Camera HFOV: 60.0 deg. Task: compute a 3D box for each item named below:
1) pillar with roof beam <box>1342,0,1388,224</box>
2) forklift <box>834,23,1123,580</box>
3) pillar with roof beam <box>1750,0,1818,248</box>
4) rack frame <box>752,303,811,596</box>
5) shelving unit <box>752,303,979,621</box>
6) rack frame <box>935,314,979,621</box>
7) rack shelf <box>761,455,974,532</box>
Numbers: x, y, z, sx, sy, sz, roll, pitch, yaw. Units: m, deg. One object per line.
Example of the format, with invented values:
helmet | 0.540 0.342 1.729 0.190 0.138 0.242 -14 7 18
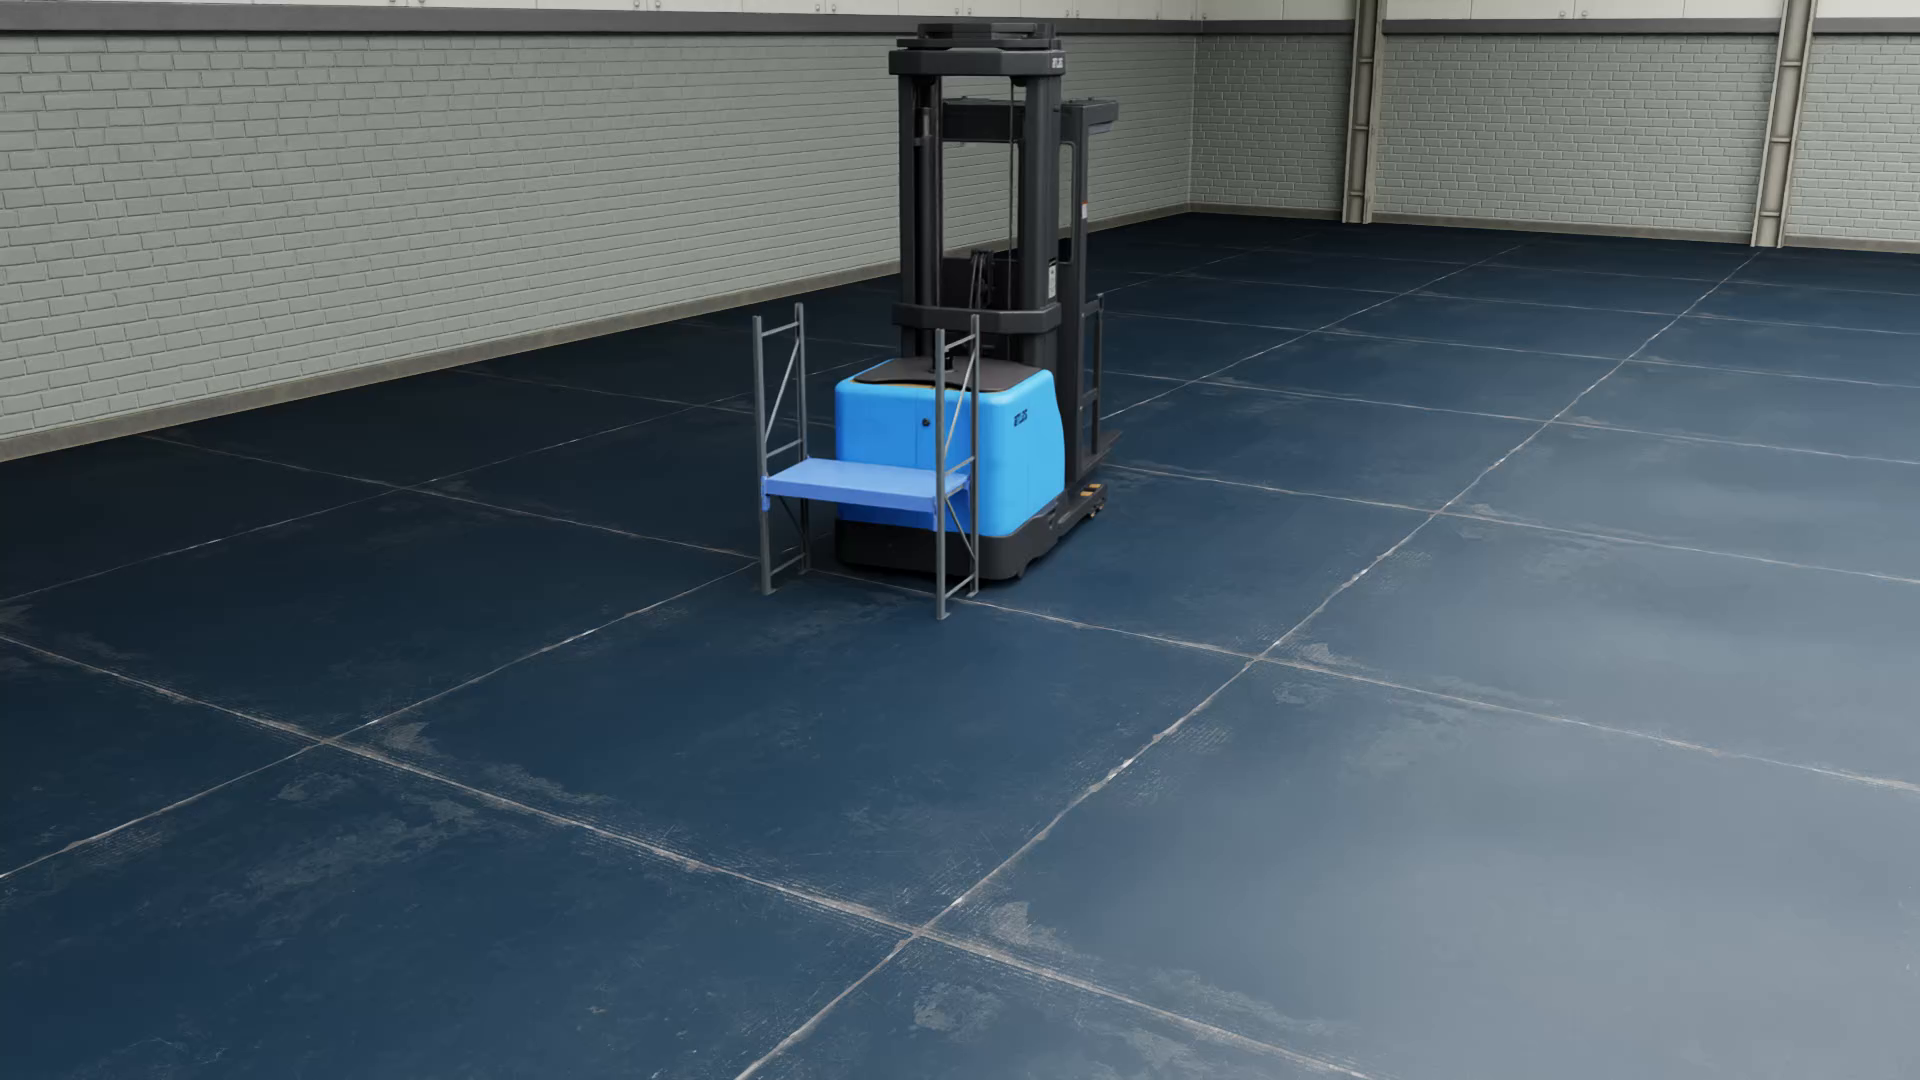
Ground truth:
pillar with roof beam | 4.106 -8.333 21.830 0.400 9.000 9.100 10 20 30
forklift | 0.293 -1.576 10.028 1.130 2.935 3.031 6 18 20
pillar with roof beam | 9.218 -7.420 18.826 0.400 9.000 9.100 10 20 30
rack frame | -0.949 -0.484 8.895 0.032 1.500 0.500 7 18 22
shelving unit | -0.480 -0.427 8.708 1.048 1.500 0.538 7 18 22
rack frame | -0.011 -0.370 8.520 0.032 1.500 0.500 7 18 22
rack shelf | -0.480 -0.255 8.760 1.000 0.185 0.538 7 18 22
